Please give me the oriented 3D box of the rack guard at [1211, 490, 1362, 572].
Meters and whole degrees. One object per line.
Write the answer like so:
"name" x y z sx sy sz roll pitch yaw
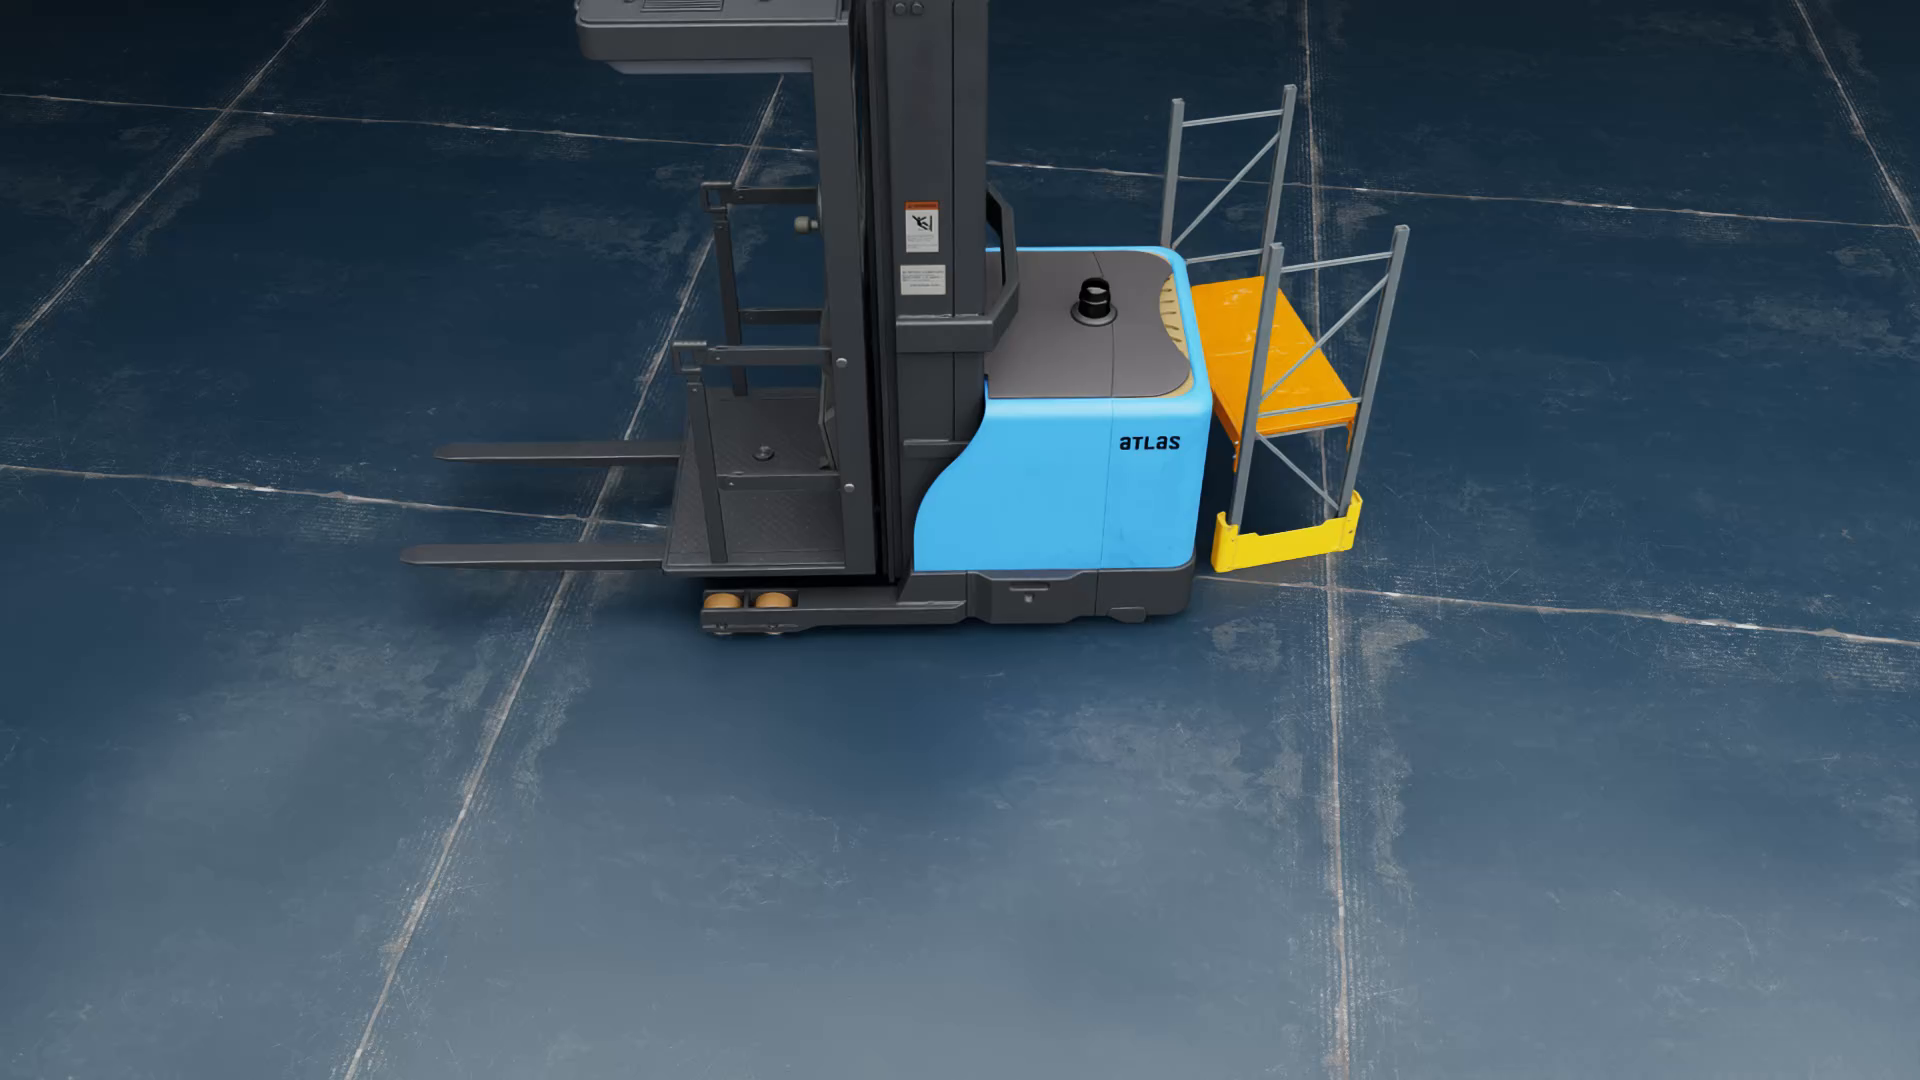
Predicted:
"rack guard" 1.294 -0.035 6.605 0.587 0.250 0.087 -10 44 -10

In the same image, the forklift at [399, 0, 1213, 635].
"forklift" -0.632 -1.070 5.748 3.031 2.935 1.130 -1 43 -1

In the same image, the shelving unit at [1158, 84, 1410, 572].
"shelving unit" 1.176 -0.822 6.527 0.587 1.500 1.083 -10 44 -10

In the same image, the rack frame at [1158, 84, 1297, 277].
"rack frame" 1.054 -1.167 6.892 0.500 1.500 0.032 -10 44 -10

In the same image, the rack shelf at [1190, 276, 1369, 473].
"rack shelf" 1.174 -0.697 6.657 0.538 0.185 1.000 -10 44 -10

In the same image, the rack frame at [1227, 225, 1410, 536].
"rack frame" 1.295 -0.488 6.175 0.500 1.500 0.032 -10 44 -10
